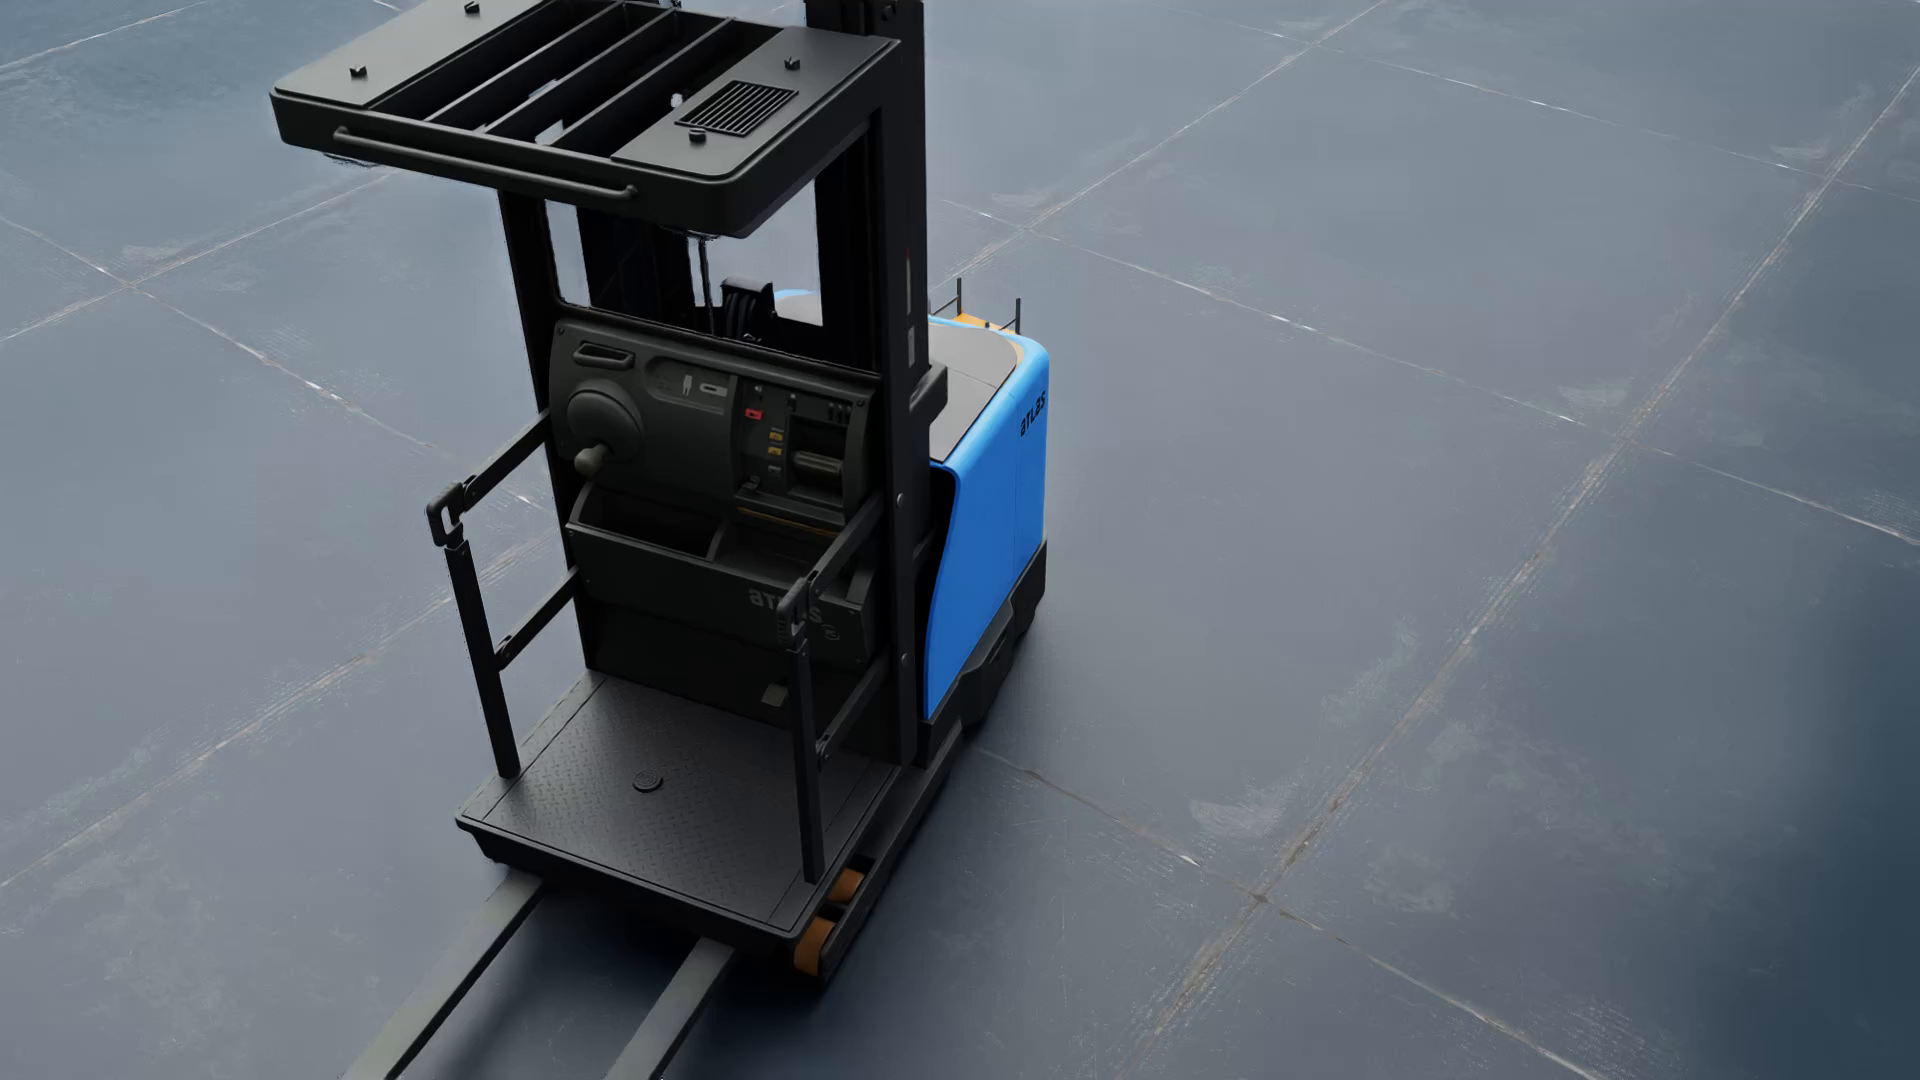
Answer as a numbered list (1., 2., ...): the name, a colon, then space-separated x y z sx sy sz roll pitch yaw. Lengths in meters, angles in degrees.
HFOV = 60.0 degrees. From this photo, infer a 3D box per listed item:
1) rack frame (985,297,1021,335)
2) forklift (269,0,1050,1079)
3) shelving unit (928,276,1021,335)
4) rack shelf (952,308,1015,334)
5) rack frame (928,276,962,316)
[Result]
1. rack frame: 0.143 -0.352 5.848 0.008 1.050 0.200 24 44 27
2. forklift: -0.744 -0.230 4.166 1.130 2.935 3.031 15 40 18
3. shelving unit: 0.044 -0.396 5.904 0.252 1.050 0.215 24 44 27
4. rack shelf: 0.044 -0.611 5.735 0.240 0.259 0.215 24 44 27
5. rack frame: -0.056 -0.440 5.960 0.008 1.050 0.200 24 44 27
